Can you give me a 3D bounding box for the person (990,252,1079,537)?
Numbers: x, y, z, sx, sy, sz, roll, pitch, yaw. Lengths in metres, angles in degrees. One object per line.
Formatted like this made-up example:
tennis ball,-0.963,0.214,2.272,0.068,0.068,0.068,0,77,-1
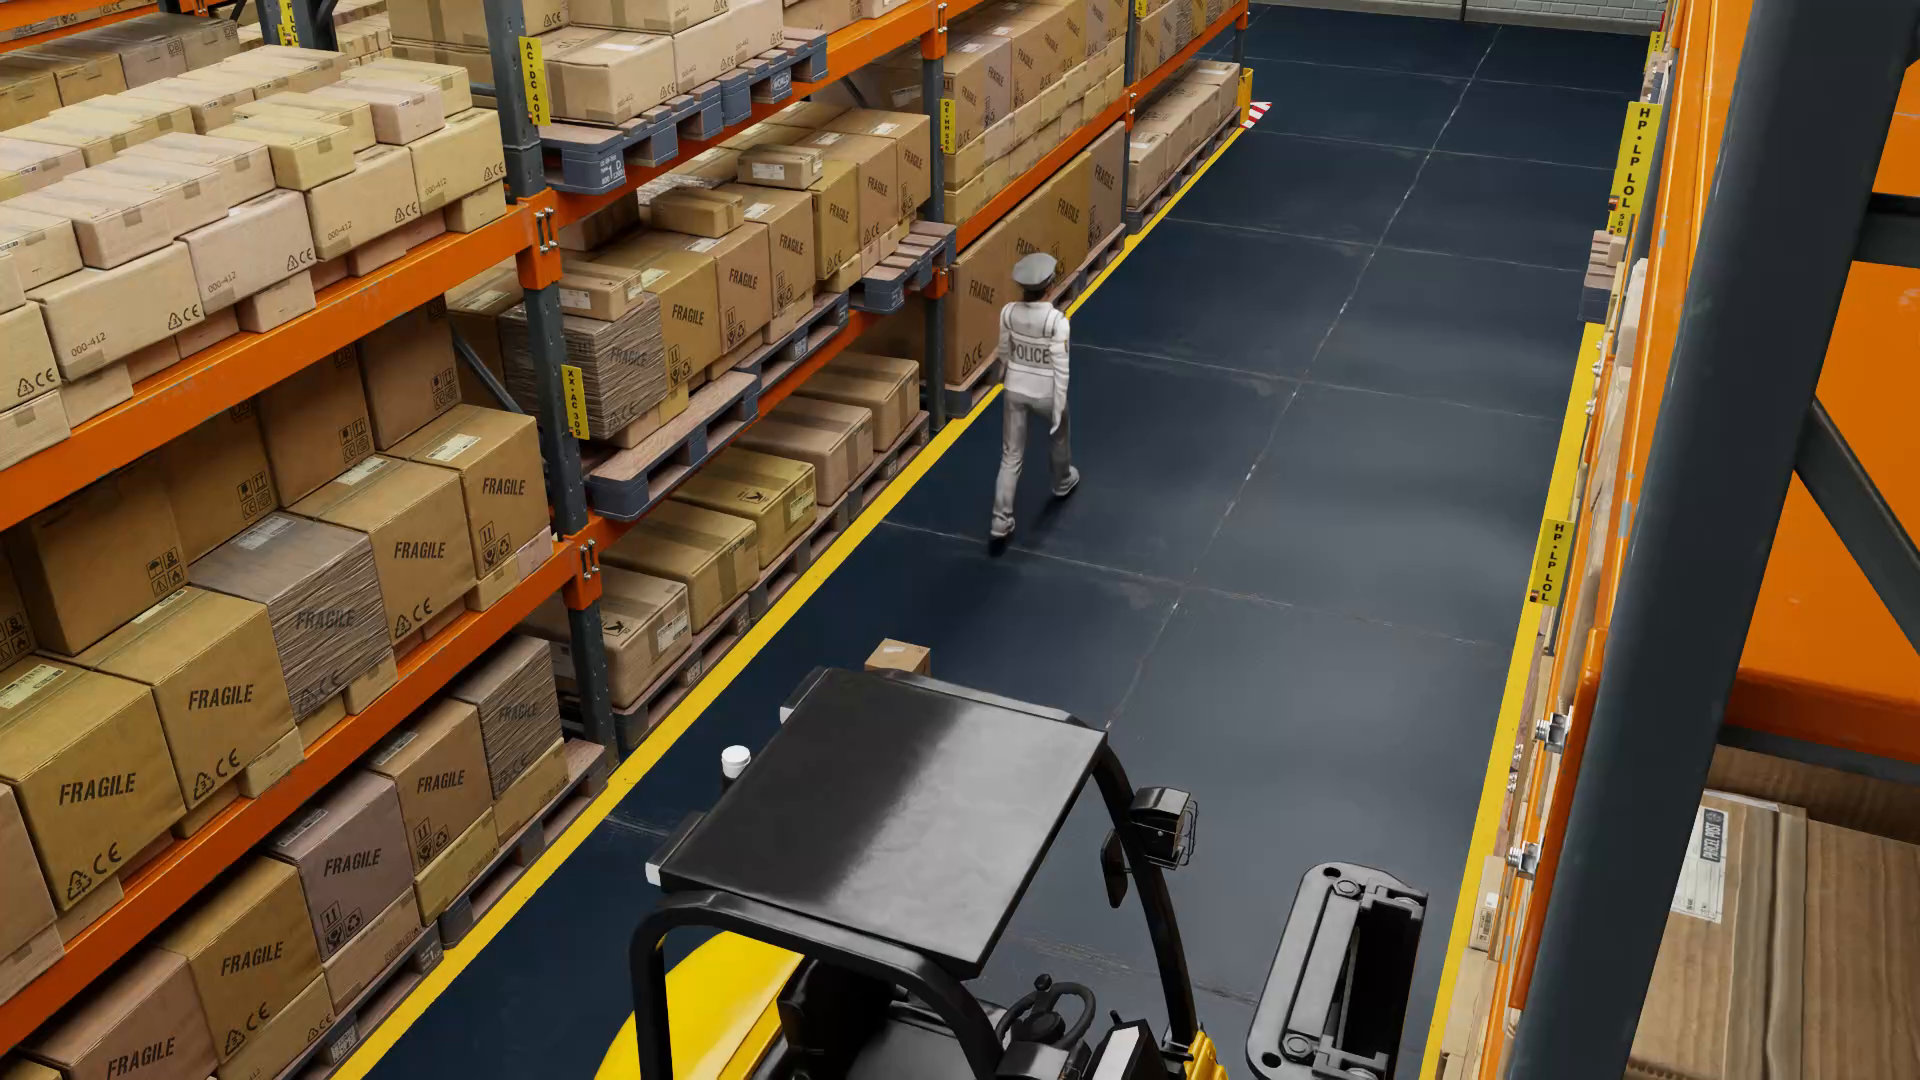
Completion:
person,0.436,-0.884,9.629,0.490,1.630,1.028,11,32,19
